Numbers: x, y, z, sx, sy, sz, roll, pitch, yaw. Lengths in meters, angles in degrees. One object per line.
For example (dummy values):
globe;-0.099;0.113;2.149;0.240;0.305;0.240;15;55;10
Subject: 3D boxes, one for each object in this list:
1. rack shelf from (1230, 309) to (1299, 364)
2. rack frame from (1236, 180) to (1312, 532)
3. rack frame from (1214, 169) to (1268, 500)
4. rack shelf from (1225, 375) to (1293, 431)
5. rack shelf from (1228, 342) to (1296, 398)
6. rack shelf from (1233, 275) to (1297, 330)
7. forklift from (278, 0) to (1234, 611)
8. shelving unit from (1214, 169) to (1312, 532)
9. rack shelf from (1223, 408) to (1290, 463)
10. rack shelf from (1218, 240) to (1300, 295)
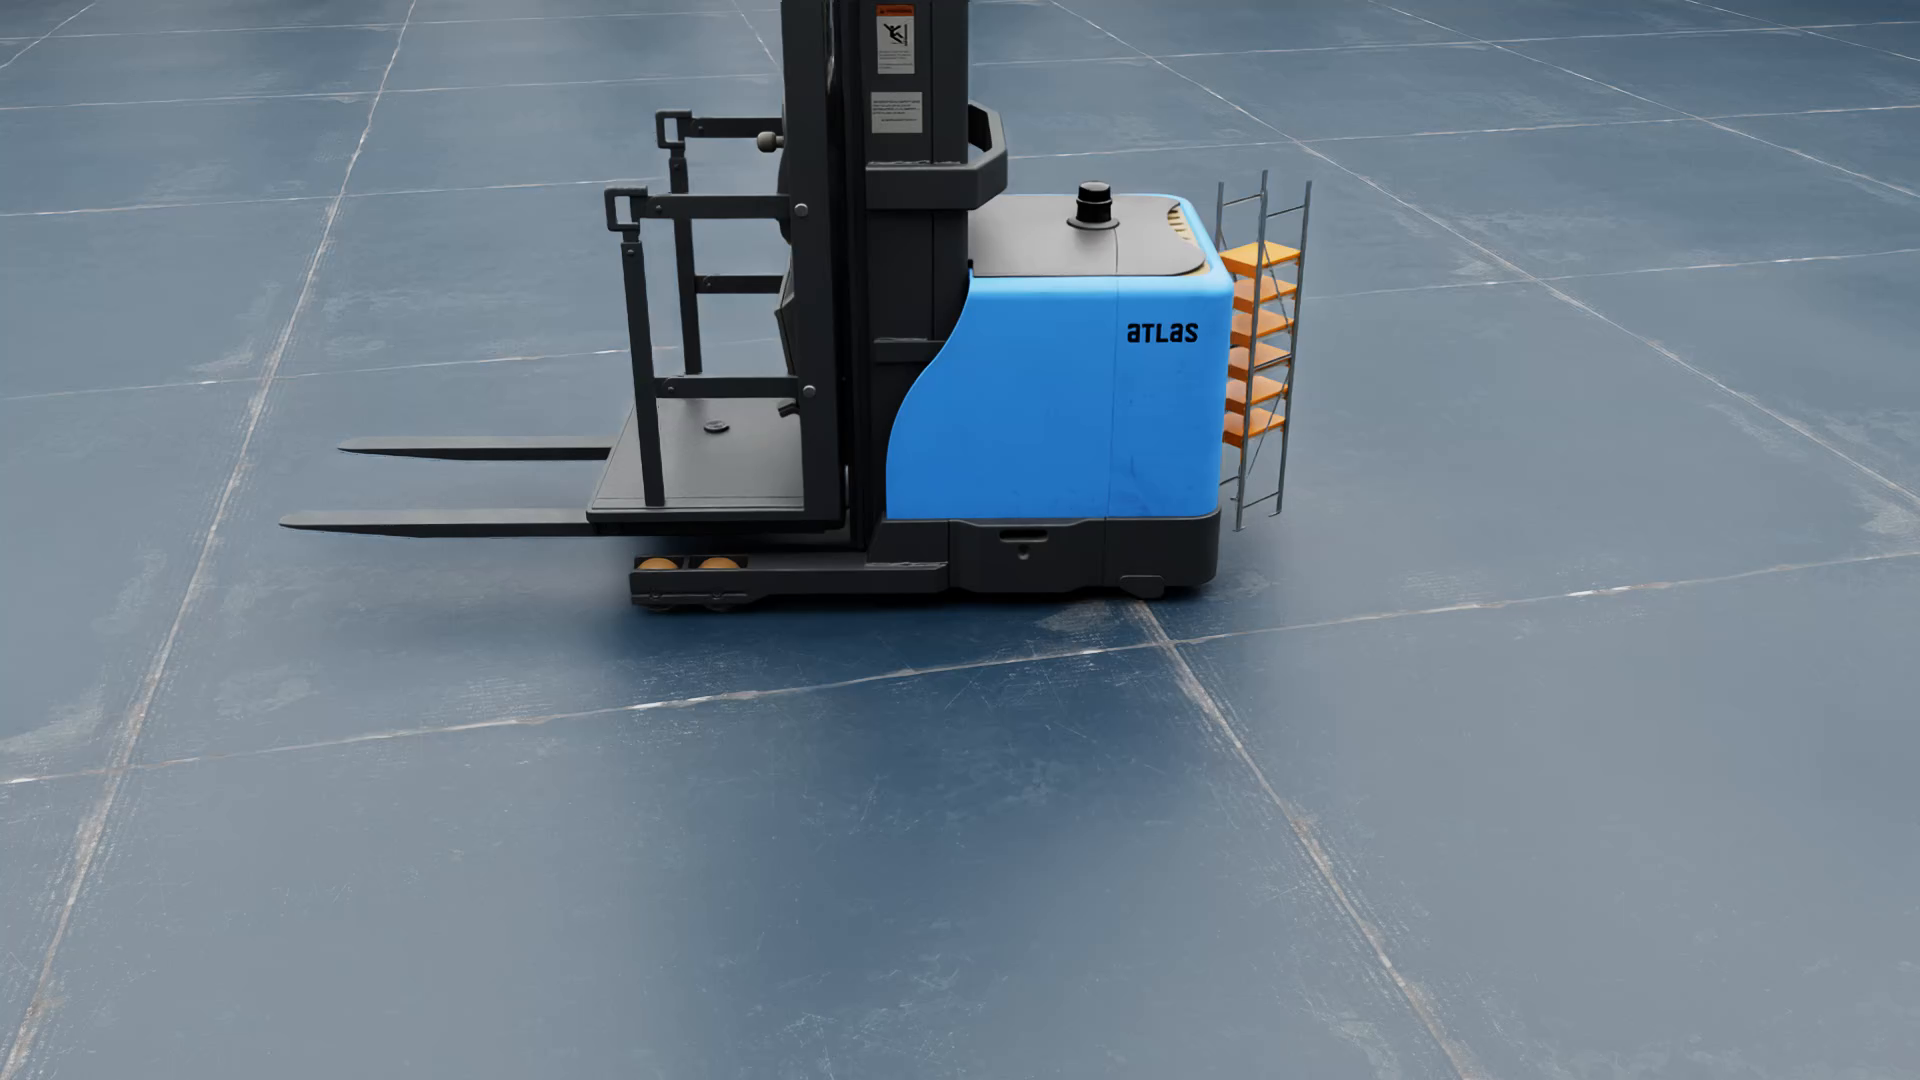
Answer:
rack shelf;0.992;-0.696;5.629;0.258;0.103;0.180;-22;34;-36
rack frame;1.052;-0.598;5.601;0.240;1.200;0.006;-22;34;-36
rack frame;0.932;-0.660;5.725;0.240;1.200;0.006;-22;34;-36
rack shelf;0.993;-0.483;5.738;0.258;0.103;0.180;-22;34;-36
rack shelf;0.993;-0.590;5.683;0.258;0.103;0.180;-22;34;-36
rack shelf;0.992;-0.803;5.574;0.258;0.103;0.180;-22;34;-36
forklift;-0.691;-1.322;5.117;3.031;2.935;1.130;0;27;-1
shelving unit;0.992;-0.629;5.663;0.258;1.200;0.189;-22;34;-36
rack shelf;0.994;-0.376;5.792;0.258;0.103;0.180;-22;34;-36
rack shelf;0.991;-0.910;5.520;0.258;0.103;0.180;-22;34;-36
